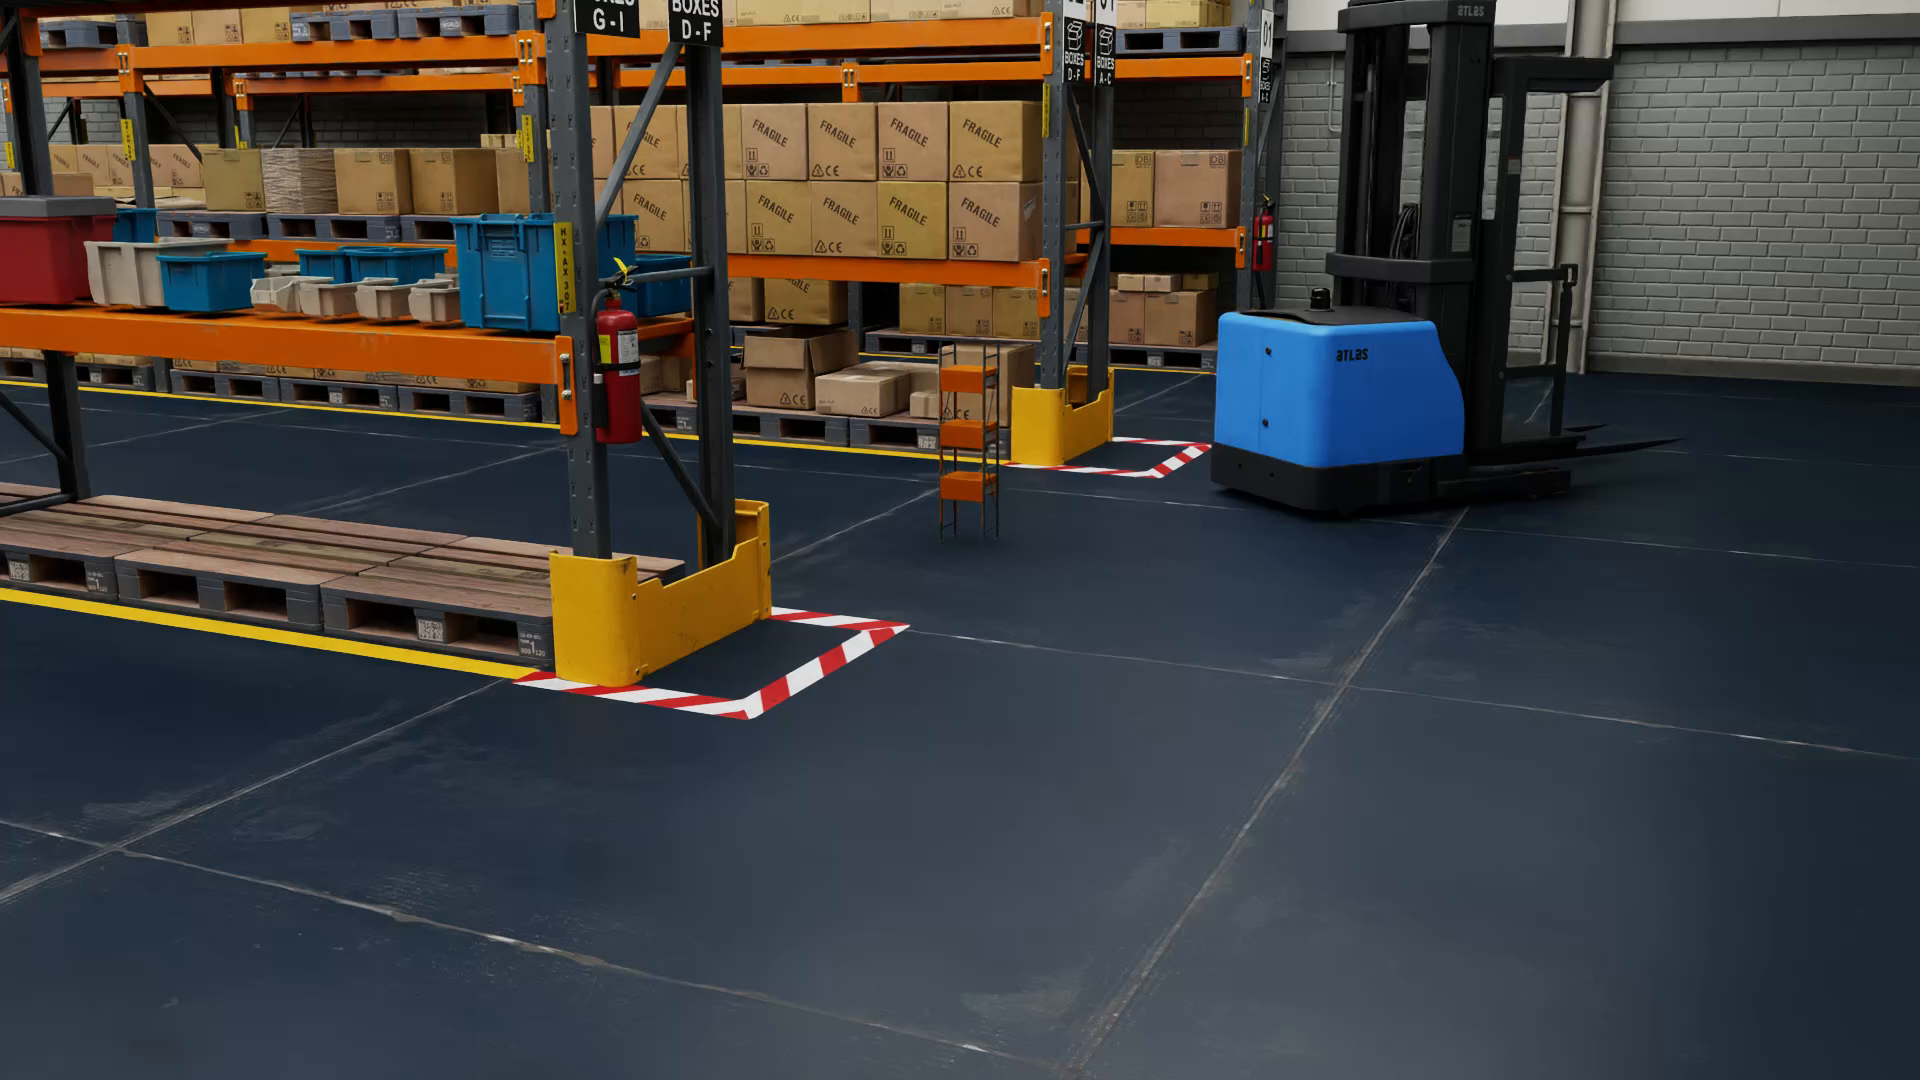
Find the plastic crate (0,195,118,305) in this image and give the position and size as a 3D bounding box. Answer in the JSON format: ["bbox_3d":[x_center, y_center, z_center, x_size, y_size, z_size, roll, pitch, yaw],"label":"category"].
[{"bbox_3d":[-4.174,-1.325,7.563,0.583,0.464,0.402,6,14,23],"label":"plastic crate"}]

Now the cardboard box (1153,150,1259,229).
[{"bbox_3d":[2.311,-3.290,15.552,0.700,0.700,0.980,7,15,26],"label":"cardboard box"}]

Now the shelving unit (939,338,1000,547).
[{"bbox_3d":[0.049,-0.506,8.614,0.252,1.050,0.215,6,14,23],"label":"shelving unit"}]

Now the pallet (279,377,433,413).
[{"bbox_3d":[-4.757,-1.256,13.646,1.213,0.211,1.003,6,14,23],"label":"pallet"}]

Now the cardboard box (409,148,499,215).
[{"bbox_3d":[-3.876,-2.828,13.101,0.500,0.500,0.700,8,16,32],"label":"cardboard box"}]

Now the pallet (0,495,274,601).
[{"bbox_3d":[-4.200,0.018,8.216,1.213,0.211,1.003,6,14,23],"label":"pallet"}]

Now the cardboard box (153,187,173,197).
[{"bbox_3d":[-9.664,-4.217,20.446,0.500,0.250,0.500,6,14,23],"label":"cardboard box"}]

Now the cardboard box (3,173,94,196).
[{"bbox_3d":[-8.077,-3.004,14.773,0.500,0.500,0.500,5,14,20],"label":"cardboard box"}]

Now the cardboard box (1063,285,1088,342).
[{"bbox_3d":[1.183,-2.223,16.213,0.500,0.500,0.700,5,14,21],"label":"cardboard box"}]

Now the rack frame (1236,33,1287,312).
[{"bbox_3d":[2.781,-3.099,15.394,0.127,3.000,1.000,6,14,23],"label":"rack frame"}]

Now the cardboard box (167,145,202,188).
[{"bbox_3d":[-9.206,-4.535,20.158,0.500,0.500,0.500,6,14,23],"label":"cardboard box"}]

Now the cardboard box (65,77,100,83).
[{"bbox_3d":[-10.690,-5.910,20.547,0.500,0.500,0.500,7,15,26],"label":"cardboard box"}]

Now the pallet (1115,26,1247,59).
[{"bbox_3d":[2.099,-4.582,15.344,1.213,0.211,1.003,6,14,23],"label":"pallet"}]

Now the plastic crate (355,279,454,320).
[{"bbox_3d":[-2.309,-0.998,6.886,0.243,0.136,0.396,6,14,23],"label":"plastic crate"}]

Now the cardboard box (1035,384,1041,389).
[{"bbox_3d":[0.535,-1.000,11.729,0.250,0.149,0.380,6,14,23],"label":"cardboard box"}]

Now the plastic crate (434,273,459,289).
[{"bbox_3d":[-2.204,-1.131,7.457,0.298,0.136,0.250,6,14,23],"label":"plastic crate"}]

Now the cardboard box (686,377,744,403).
[{"bbox_3d":[-1.788,-1.106,12.143,0.250,0.166,0.380,6,14,23],"label":"cardboard box"}]

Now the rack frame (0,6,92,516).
[{"bbox_3d":[-4.889,-1.399,8.153,0.127,3.000,1.000,6,14,23],"label":"rack frame"}]

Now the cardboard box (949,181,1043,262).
[{"bbox_3d":[0.259,-2.097,10.906,0.500,0.500,0.500,6,15,25],"label":"cardboard box"}]

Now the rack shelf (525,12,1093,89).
[{"bbox_3d":[-1.050,-3.359,11.511,4.000,0.370,1.077,6,14,23],"label":"rack shelf"}]

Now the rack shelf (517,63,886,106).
[{"bbox_3d":[-2.704,-4.764,17.499,4.000,0.370,1.077,6,14,23],"label":"rack shelf"}]

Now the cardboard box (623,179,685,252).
[{"bbox_3d":[-2.054,-2.332,11.906,0.500,0.500,0.500,6,15,24],"label":"cardboard box"}]

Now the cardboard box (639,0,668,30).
[{"bbox_3d":[-2.079,-3.677,11.622,0.500,0.250,0.500,6,14,23],"label":"cardboard box"}]

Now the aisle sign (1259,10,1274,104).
[{"bbox_3d":[2.726,-4.295,14.801,0.004,0.787,0.394,6,14,23],"label":"aisle sign"}]

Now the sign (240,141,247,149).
[{"bbox_3d":[-8.403,-4.516,19.541,0.005,0.325,0.100,6,14,23],"label":"sign"}]

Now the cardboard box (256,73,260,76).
[{"bbox_3d":[-8.536,-5.826,20.187,0.500,0.500,0.500,6,15,25],"label":"cardboard box"}]

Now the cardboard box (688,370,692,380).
[{"bbox_3d":[-1.876,-1.244,12.769,0.250,0.149,0.380,6,14,23],"label":"cardboard box"}]

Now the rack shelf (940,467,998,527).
[{"bbox_3d":[0.049,-0.225,8.680,0.240,0.259,0.215,6,14,23],"label":"rack shelf"}]

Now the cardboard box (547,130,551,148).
[{"bbox_3d":[-4.196,-4.309,17.995,0.500,0.250,0.500,6,15,25],"label":"cardboard box"}]

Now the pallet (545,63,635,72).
[{"bbox_3d":[-3.923,-5.159,18.021,1.003,0.211,1.213,7,15,26],"label":"pallet"}]

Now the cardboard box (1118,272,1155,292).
[{"bbox_3d":[1.676,-2.443,15.733,0.250,0.149,0.380,6,15,25],"label":"cardboard box"}]

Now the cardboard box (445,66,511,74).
[{"bbox_3d":[-5.301,-5.276,18.257,0.500,0.311,0.500,6,14,23],"label":"cardboard box"}]

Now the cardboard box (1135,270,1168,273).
[{"bbox_3d":[1.833,-2.523,16.072,0.250,0.149,0.380,6,14,23],"label":"cardboard box"}]

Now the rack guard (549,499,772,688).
[{"bbox_3d":[-1.204,0.187,6.863,0.348,0.500,1.175,6,14,23],"label":"rack guard"}]

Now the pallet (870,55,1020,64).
[{"bbox_3d":[-0.132,-4.808,16.307,1.213,0.211,1.003,6,14,23],"label":"pallet"}]

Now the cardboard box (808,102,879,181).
[{"bbox_3d":[-0.678,-2.676,11.187,0.500,0.500,0.500,6,15,25],"label":"cardboard box"}]

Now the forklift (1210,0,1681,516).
[{"bbox_3d":[3.054,-1.767,9.869,3.031,2.935,1.130,-6,15,-25],"label":"forklift"}]

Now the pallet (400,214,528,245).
[{"bbox_3d":[-3.565,-2.437,12.994,1.213,0.211,1.003,6,14,23],"label":"pallet"}]

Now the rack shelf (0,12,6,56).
[{"bbox_3d":[-6.717,-2.695,8.681,4.000,0.370,1.077,6,14,23],"label":"rack shelf"}]

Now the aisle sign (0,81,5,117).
[{"bbox_3d":[-12.035,-5.789,21.167,0.004,0.787,0.394,6,14,23],"label":"aisle sign"}]

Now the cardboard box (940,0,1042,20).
[{"bbox_3d":[0.202,-3.443,10.625,0.500,0.250,0.500,6,14,23],"label":"cardboard box"}]

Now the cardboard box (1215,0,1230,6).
[{"bbox_3d":[2.212,-5.222,15.426,0.500,0.500,0.500,5,14,21],"label":"cardboard box"}]

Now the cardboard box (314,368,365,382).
[{"bbox_3d":[-4.819,-1.557,13.334,0.500,0.500,0.500,5,14,21],"label":"cardboard box"}]

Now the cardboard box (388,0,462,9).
[{"bbox_3d":[-3.930,-4.315,12.654,0.600,0.600,0.600,6,14,23],"label":"cardboard box"}]

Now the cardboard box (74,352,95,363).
[{"bbox_3d":[-7.588,-1.714,14.594,0.500,0.250,0.500,6,14,23],"label":"cardboard box"}]

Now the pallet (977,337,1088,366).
[{"bbox_3d":[0.907,-1.912,16.440,1.213,0.211,1.003,6,14,23],"label":"pallet"}]

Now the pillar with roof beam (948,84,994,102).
[{"bbox_3d":[-1.629,-5.606,12.948,0.400,9.000,9.100,6,14,23],"label":"pillar with roof beam"}]

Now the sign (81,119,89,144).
[{"bbox_3d":[-11.604,-5.411,22.021,0.005,0.325,0.100,6,14,23],"label":"sign"}]
